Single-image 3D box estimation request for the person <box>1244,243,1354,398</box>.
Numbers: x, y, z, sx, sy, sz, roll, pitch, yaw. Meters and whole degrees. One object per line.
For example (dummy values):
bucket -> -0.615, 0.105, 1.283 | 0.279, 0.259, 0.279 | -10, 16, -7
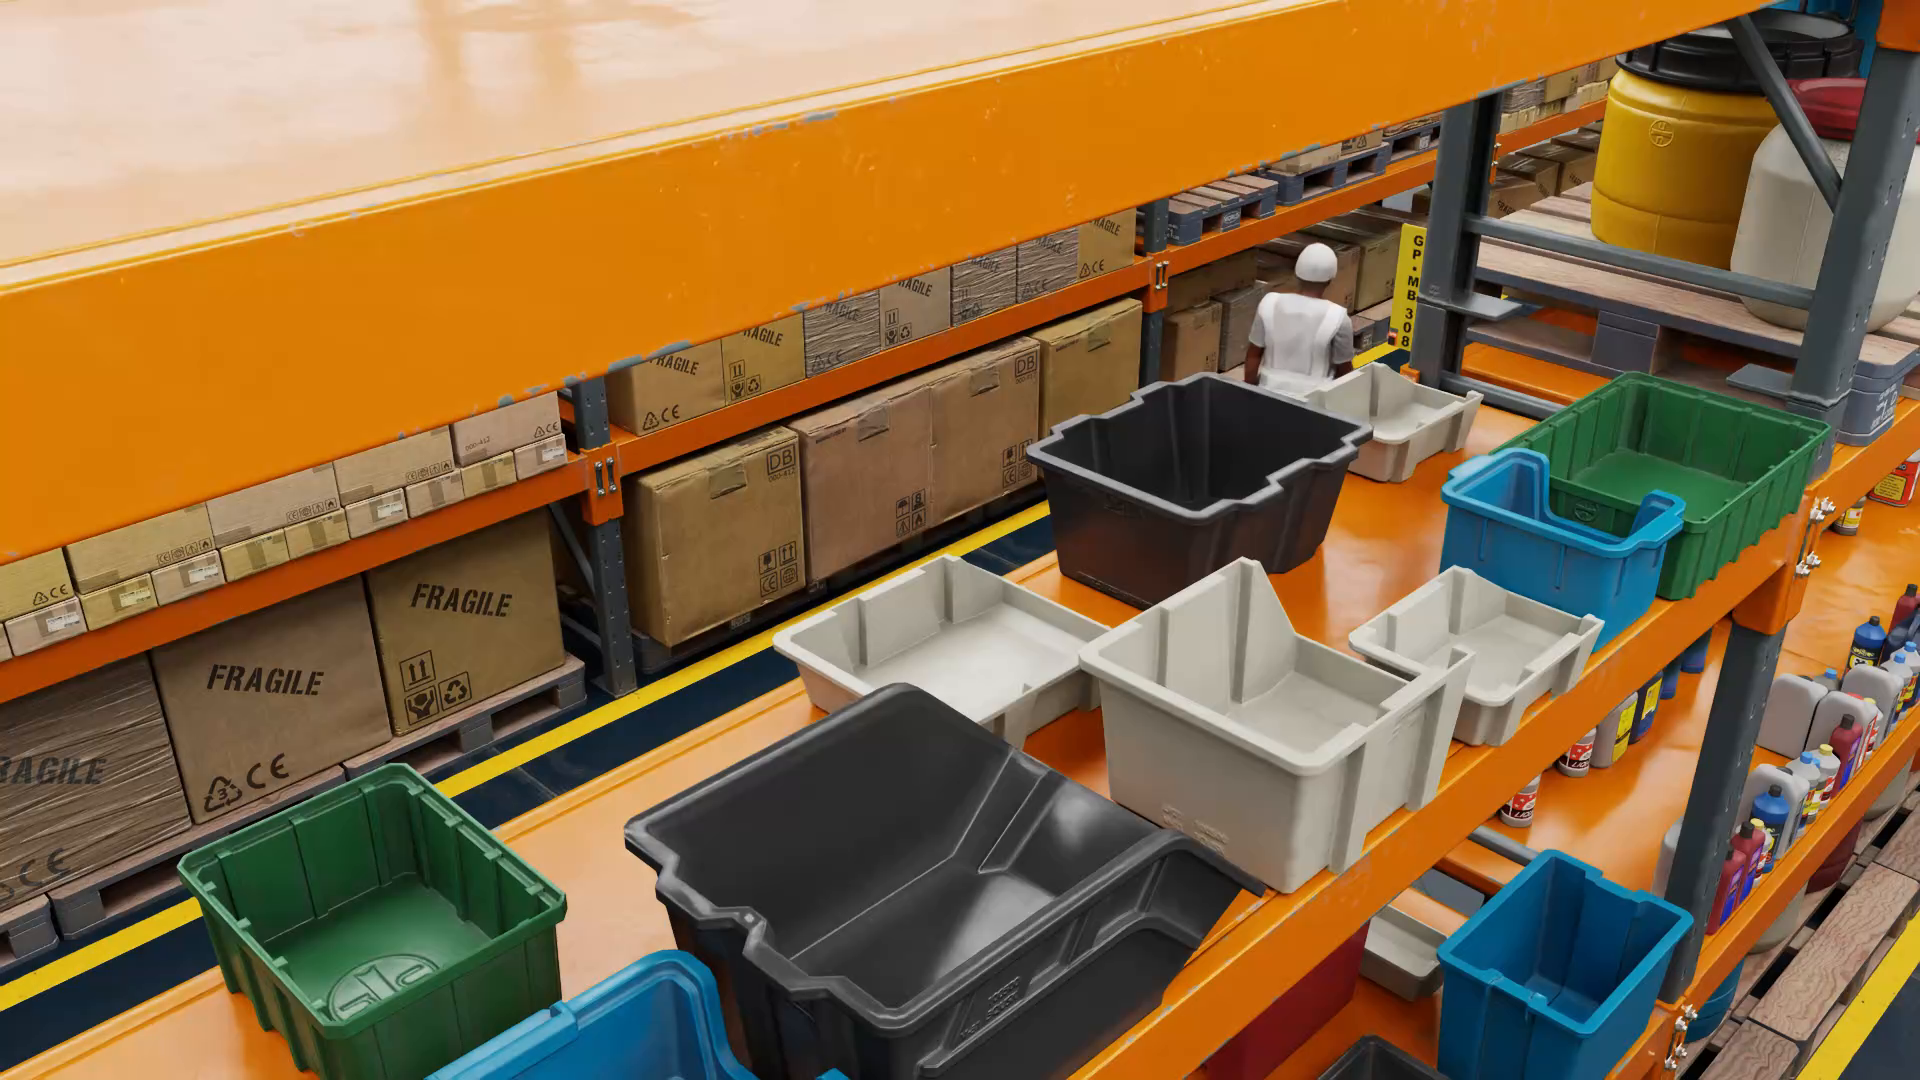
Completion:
person -> 1.837, -0.730, 8.989 | 0.559, 1.826, 0.480 | 19, 33, 31
